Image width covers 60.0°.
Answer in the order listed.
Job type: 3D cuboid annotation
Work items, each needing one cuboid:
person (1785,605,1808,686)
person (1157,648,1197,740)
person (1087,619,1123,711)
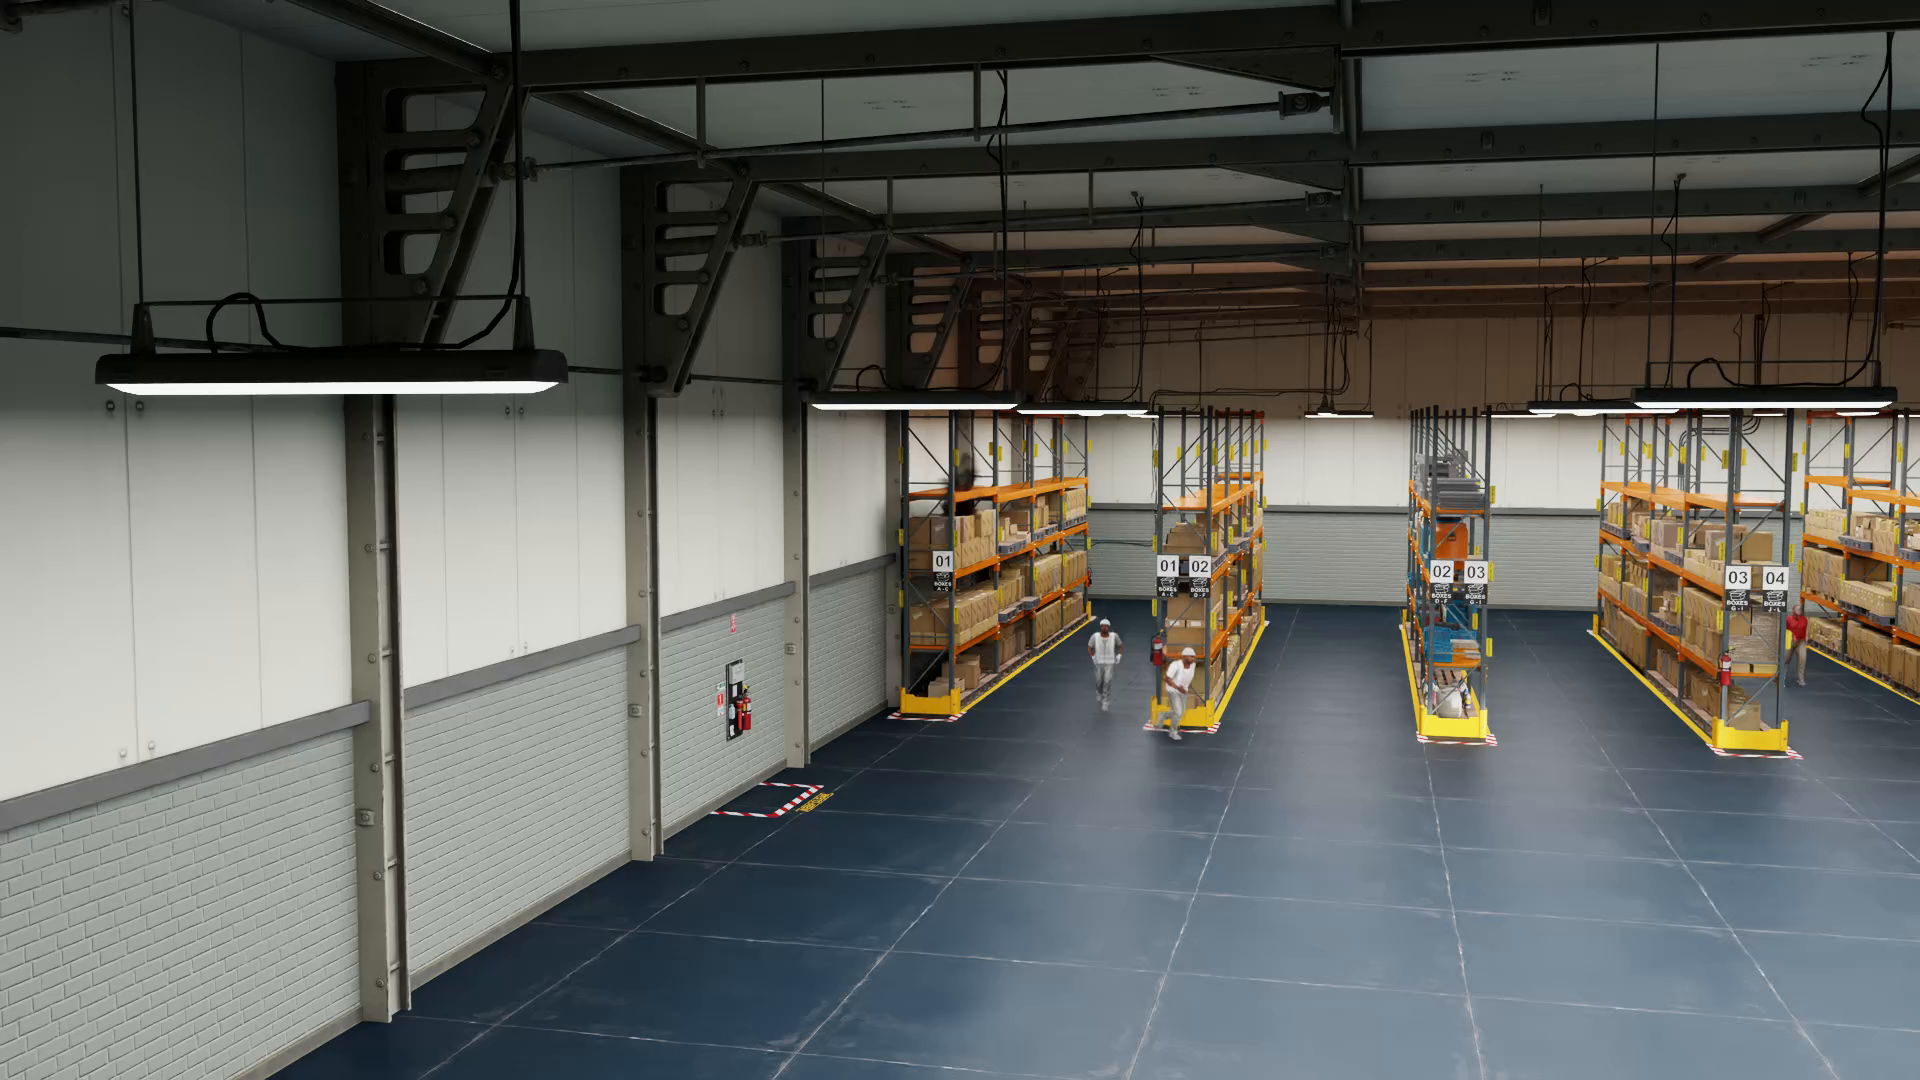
[{"bbox_3d":[18.243,2.284,36.379,0.633,1.734,1.114,1,4,12],"label":"person"},{"bbox_3d":[3.896,2.724,29.765,0.708,1.660,0.860,-3,5,-38],"label":"person"},{"bbox_3d":[2.870,2.441,32.865,0.709,1.775,0.770,1,4,7],"label":"person"}]
